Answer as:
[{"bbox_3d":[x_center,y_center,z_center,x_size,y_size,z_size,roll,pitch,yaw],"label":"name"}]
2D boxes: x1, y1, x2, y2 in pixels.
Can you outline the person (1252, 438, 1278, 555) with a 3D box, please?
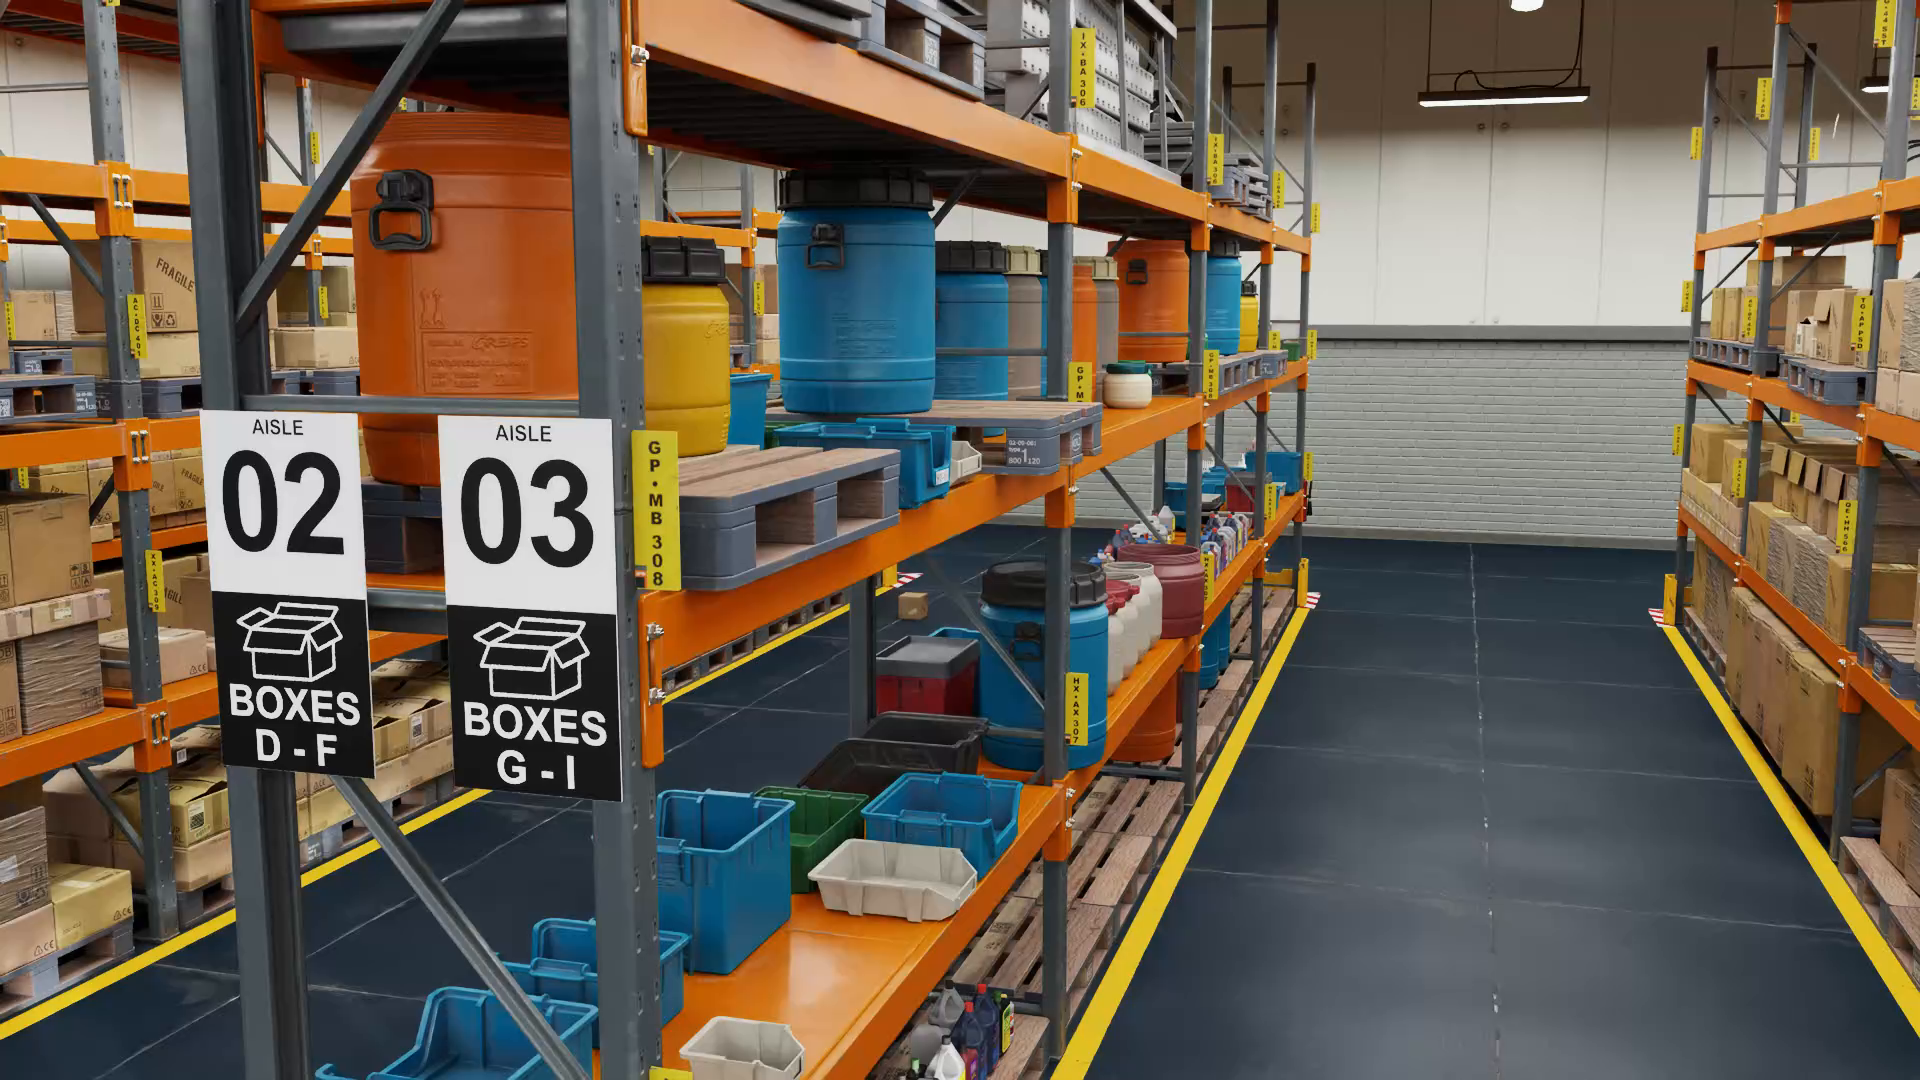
[{"bbox_3d":[3.657,-0.361,20.333,0.491,1.803,0.637,1,8,8],"label":"person"}]
